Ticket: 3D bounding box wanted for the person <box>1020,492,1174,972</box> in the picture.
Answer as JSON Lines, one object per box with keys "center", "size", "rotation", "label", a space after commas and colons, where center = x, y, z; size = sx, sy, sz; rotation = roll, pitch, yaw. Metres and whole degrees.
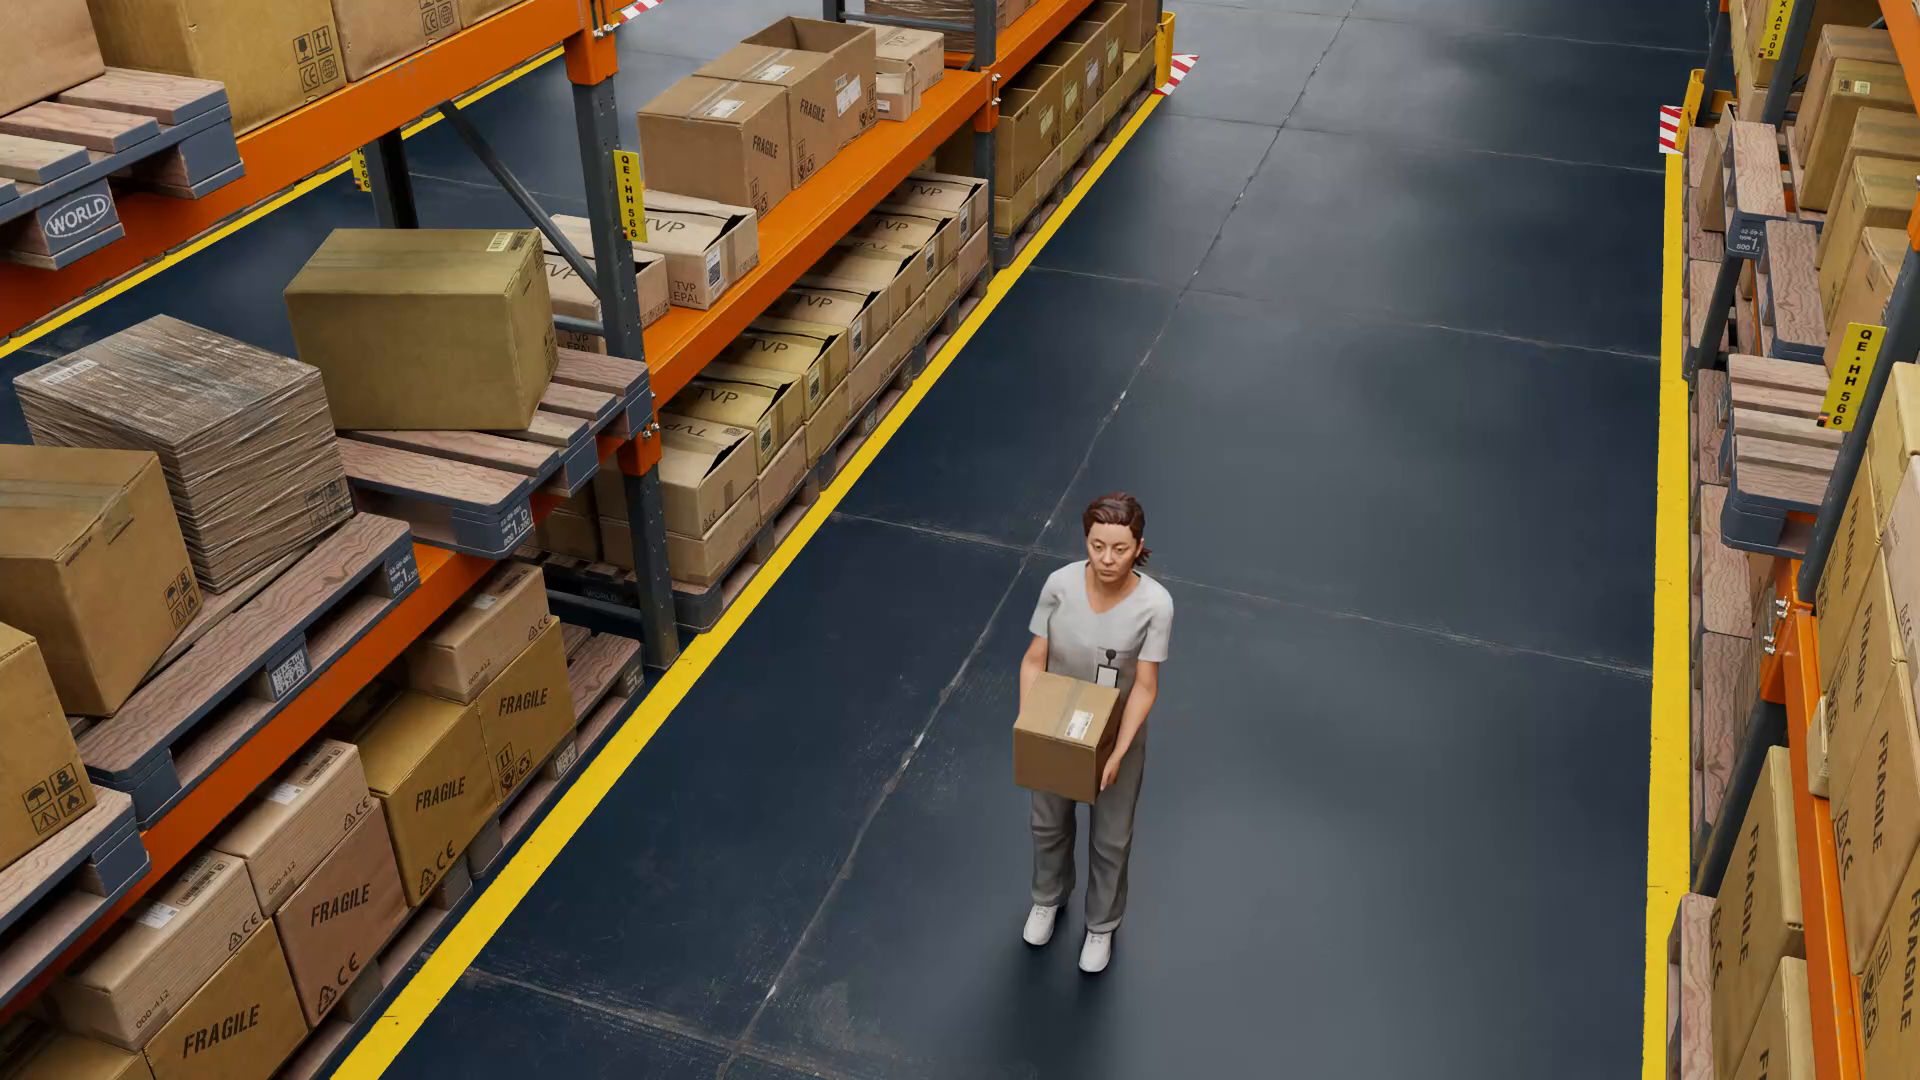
{"center": [0.395, 0.637, 5.187], "size": [0.436, 1.663, 0.554], "rotation": [12, 35, 17], "label": "person"}
